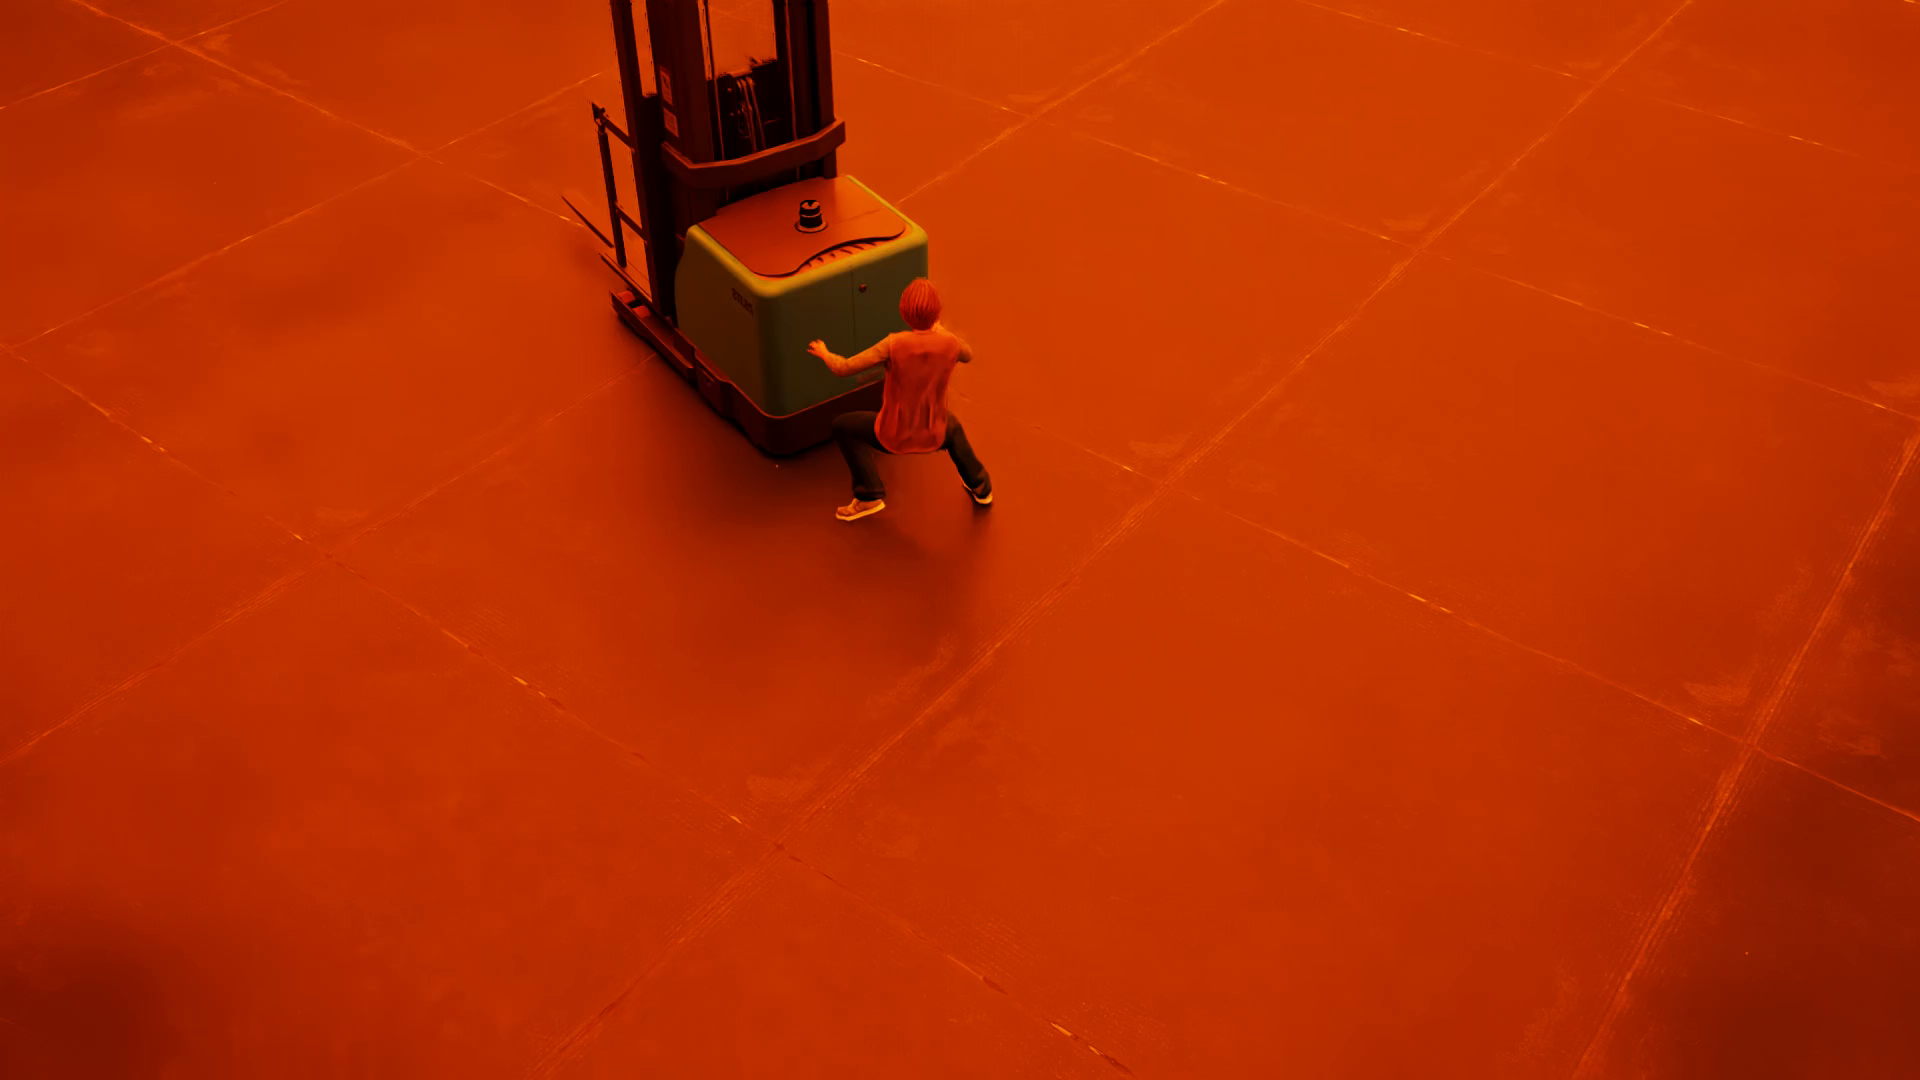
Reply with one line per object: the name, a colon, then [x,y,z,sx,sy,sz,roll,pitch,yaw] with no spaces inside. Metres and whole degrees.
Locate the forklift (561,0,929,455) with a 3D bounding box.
forklift: [-1.402,-2.481,8.985,1.130,2.935,3.031,-24,46,-26]

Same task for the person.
person: [-0.266,-0.694,8.072,0.877,1.390,0.674,-9,41,-10]
